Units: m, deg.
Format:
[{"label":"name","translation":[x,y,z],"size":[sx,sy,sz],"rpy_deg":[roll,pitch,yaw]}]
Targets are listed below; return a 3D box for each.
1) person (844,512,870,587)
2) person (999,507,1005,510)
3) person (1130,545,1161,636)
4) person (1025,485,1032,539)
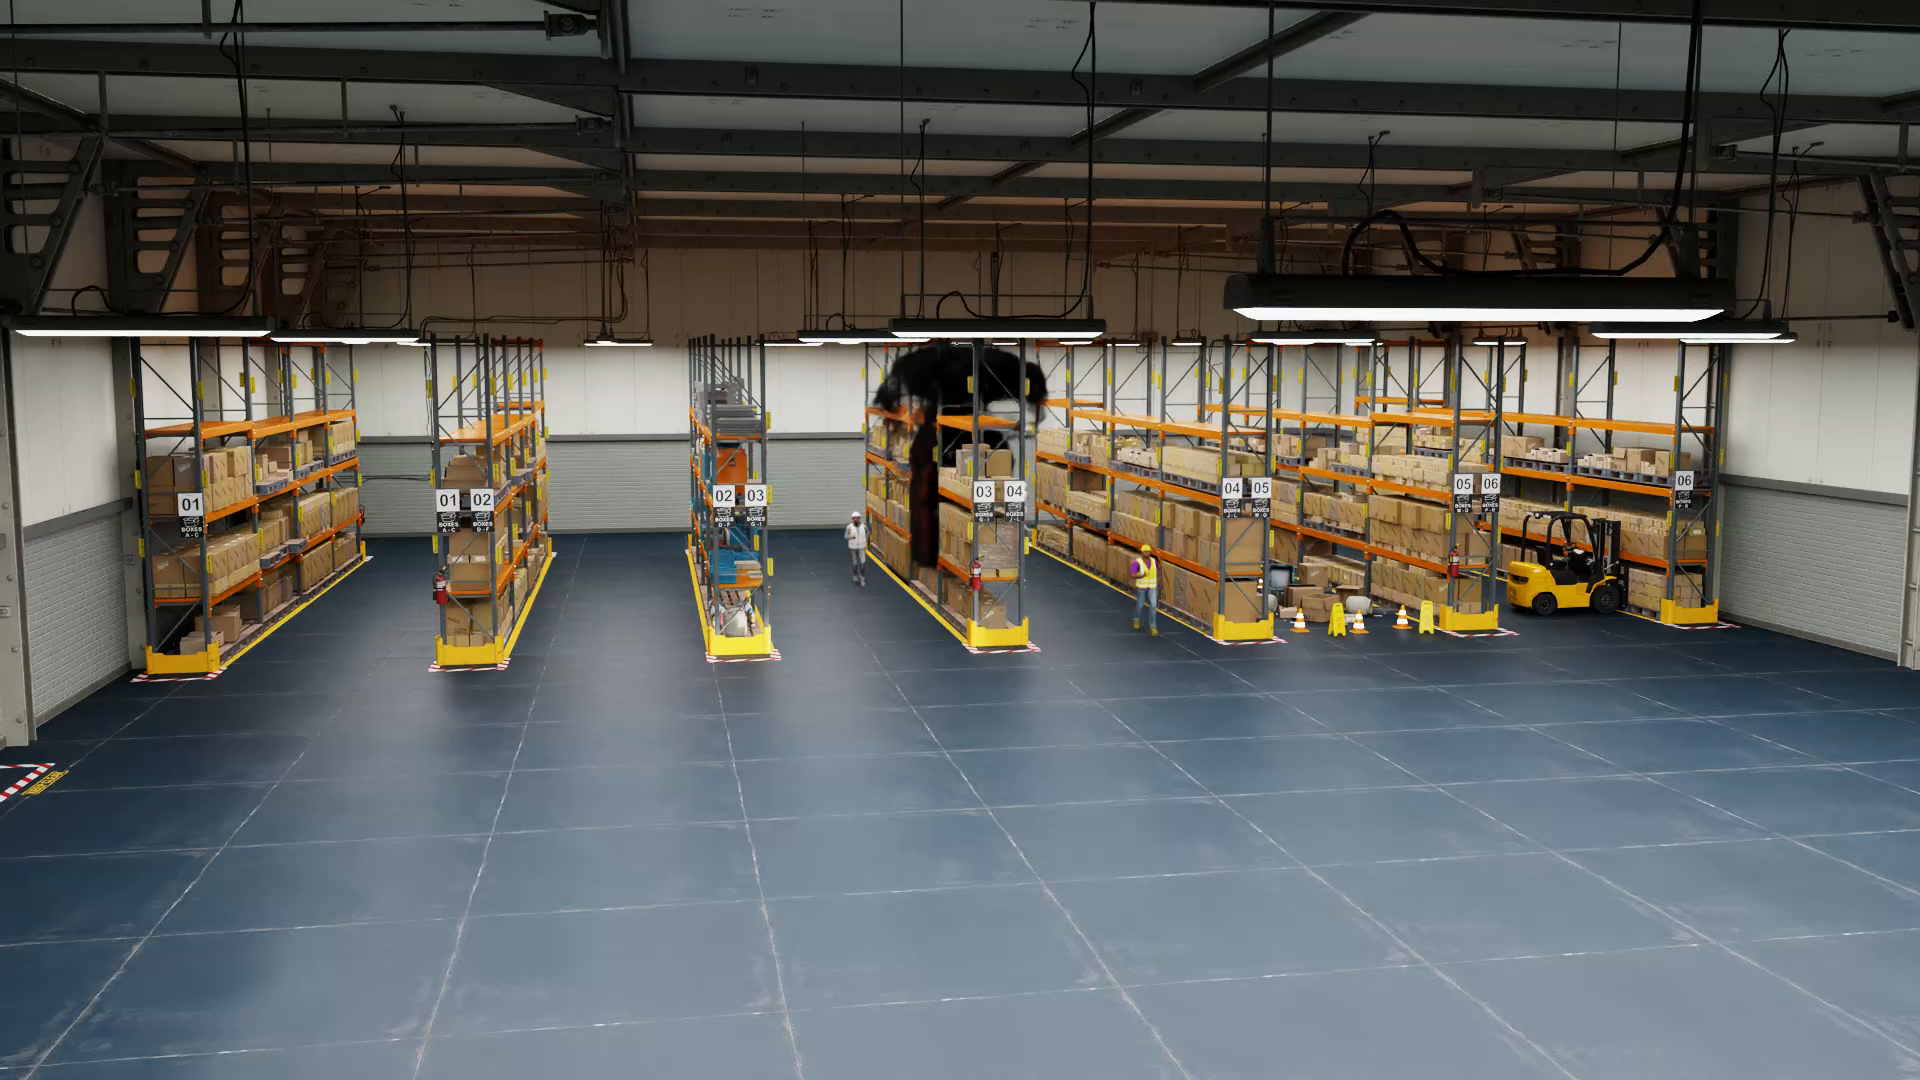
[{"label":"person","translation":[-2.501,0.221,40.465],"size":[0.638,1.834,0.777],"rpy_deg":[-1,7,-8]},{"label":"person","translation":[1.348,-0.461,46.981],"size":[0.700,1.734,1.002],"rpy_deg":[-2,7,-14]},{"label":"person","translation":[3.759,0.979,33.601],"size":[0.704,1.779,0.936],"rpy_deg":[-1,7,-12]},{"label":"person","translation":[1.756,-0.834,49.618],"size":[0.961,1.722,0.714],"rpy_deg":[-1,7,-8]}]
